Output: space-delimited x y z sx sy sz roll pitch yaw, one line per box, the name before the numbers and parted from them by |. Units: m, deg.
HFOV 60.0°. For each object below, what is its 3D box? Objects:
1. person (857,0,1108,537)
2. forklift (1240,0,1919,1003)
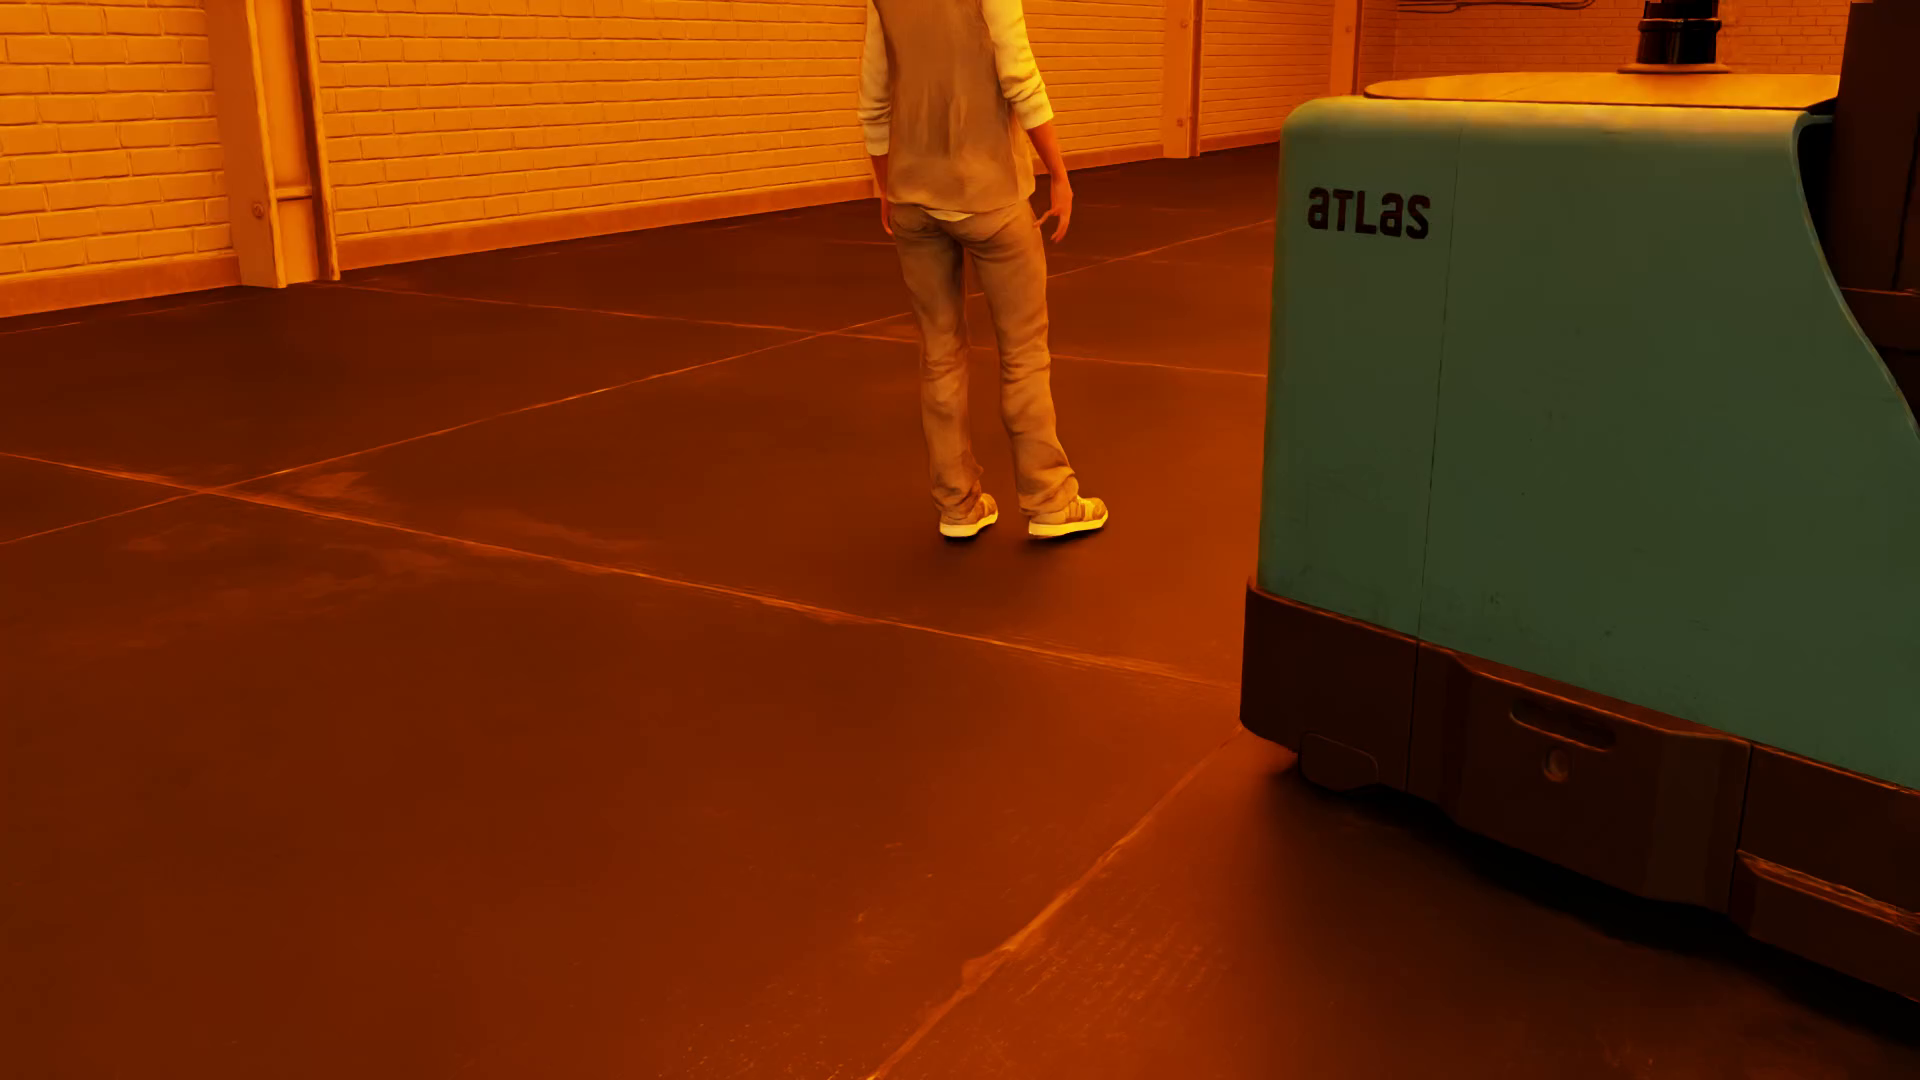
person | 0.049 -0.789 3.868 0.520 1.597 0.475 9 19 28
forklift | 1.805 -0.809 1.600 1.130 2.935 3.031 -14 21 -39
